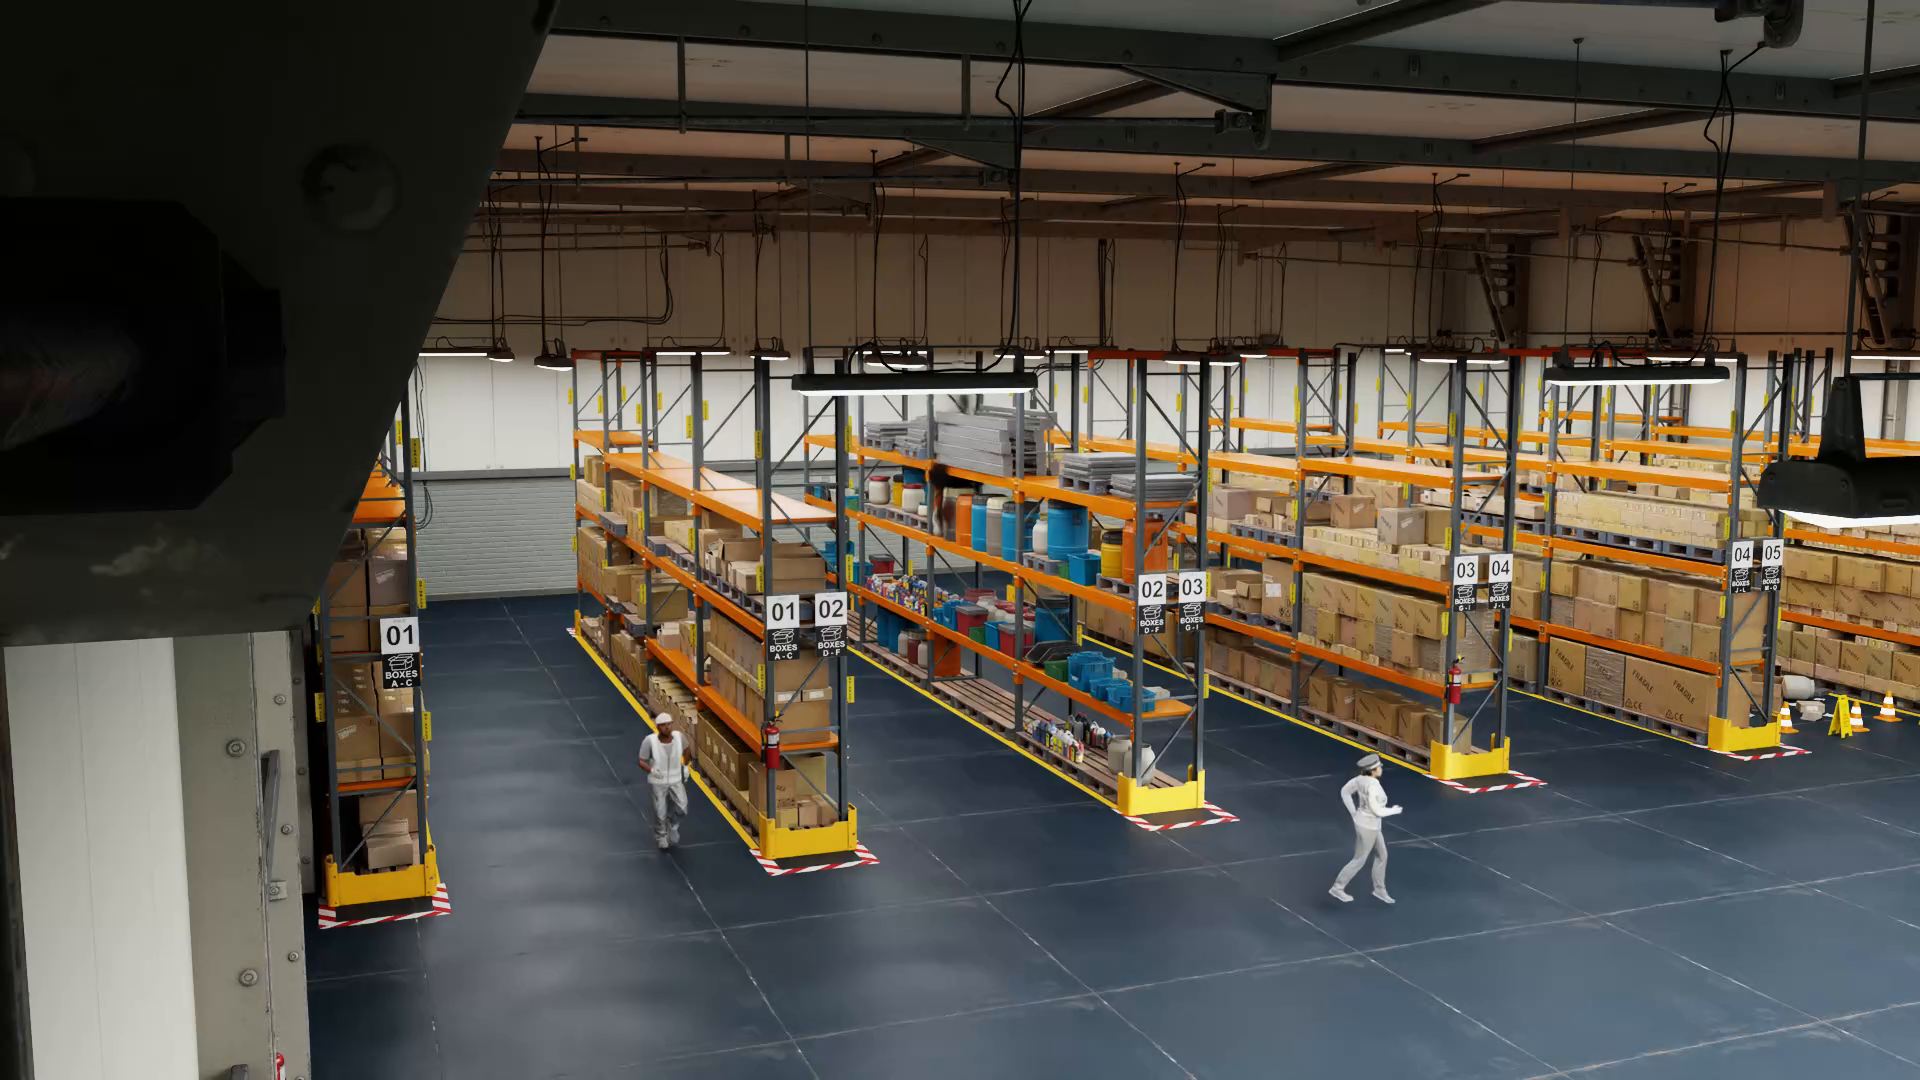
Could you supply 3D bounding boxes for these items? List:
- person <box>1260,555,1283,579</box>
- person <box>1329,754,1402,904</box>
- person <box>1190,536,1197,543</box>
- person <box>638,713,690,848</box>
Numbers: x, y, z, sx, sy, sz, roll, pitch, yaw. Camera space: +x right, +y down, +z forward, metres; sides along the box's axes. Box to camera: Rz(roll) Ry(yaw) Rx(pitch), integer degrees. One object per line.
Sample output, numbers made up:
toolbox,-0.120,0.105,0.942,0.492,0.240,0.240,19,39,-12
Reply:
person,6.688,1.130,34.885,0.707,1.736,0.693,-3,8,-24
person,4.481,3.216,18.381,0.775,1.742,0.593,0,7,3
person,5.901,0.304,41.596,0.902,1.705,0.706,2,7,14
person,-3.577,2.951,20.329,0.689,1.720,0.676,-3,8,-24
